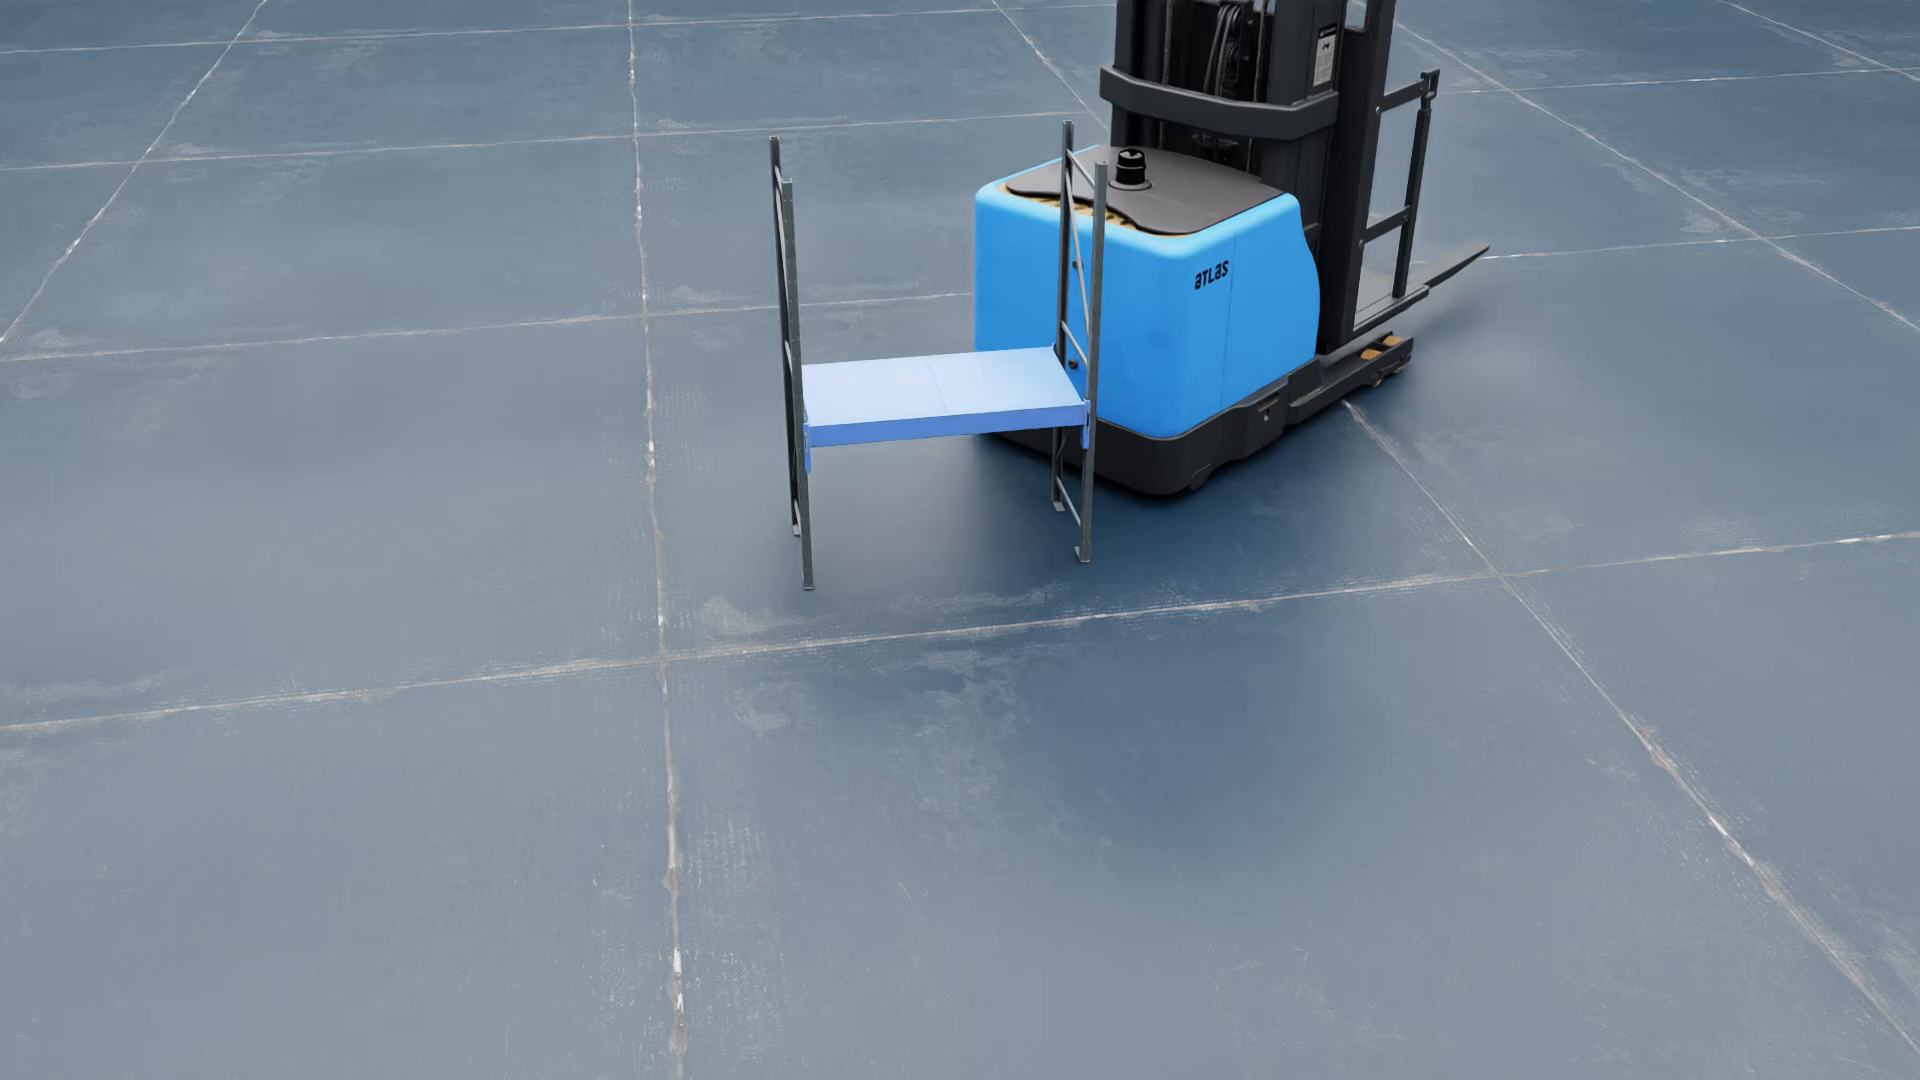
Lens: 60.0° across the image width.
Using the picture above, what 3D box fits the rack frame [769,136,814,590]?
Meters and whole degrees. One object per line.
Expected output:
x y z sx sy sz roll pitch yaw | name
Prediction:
-0.584 -0.592 5.778 0.032 1.500 0.500 -5 31 -9 | rack frame

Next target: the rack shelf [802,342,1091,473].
-0.084 -0.484 5.948 1.000 0.185 0.538 -5 31 -9 | rack shelf

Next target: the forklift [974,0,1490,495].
1.400 -2.100 6.929 1.130 2.935 3.031 24 38 35 | forklift

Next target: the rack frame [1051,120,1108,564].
0.416 -0.685 5.936 0.032 1.500 0.500 -5 31 -9 | rack frame

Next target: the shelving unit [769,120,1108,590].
-0.084 -0.639 5.857 1.048 1.500 0.538 -5 31 -9 | shelving unit
